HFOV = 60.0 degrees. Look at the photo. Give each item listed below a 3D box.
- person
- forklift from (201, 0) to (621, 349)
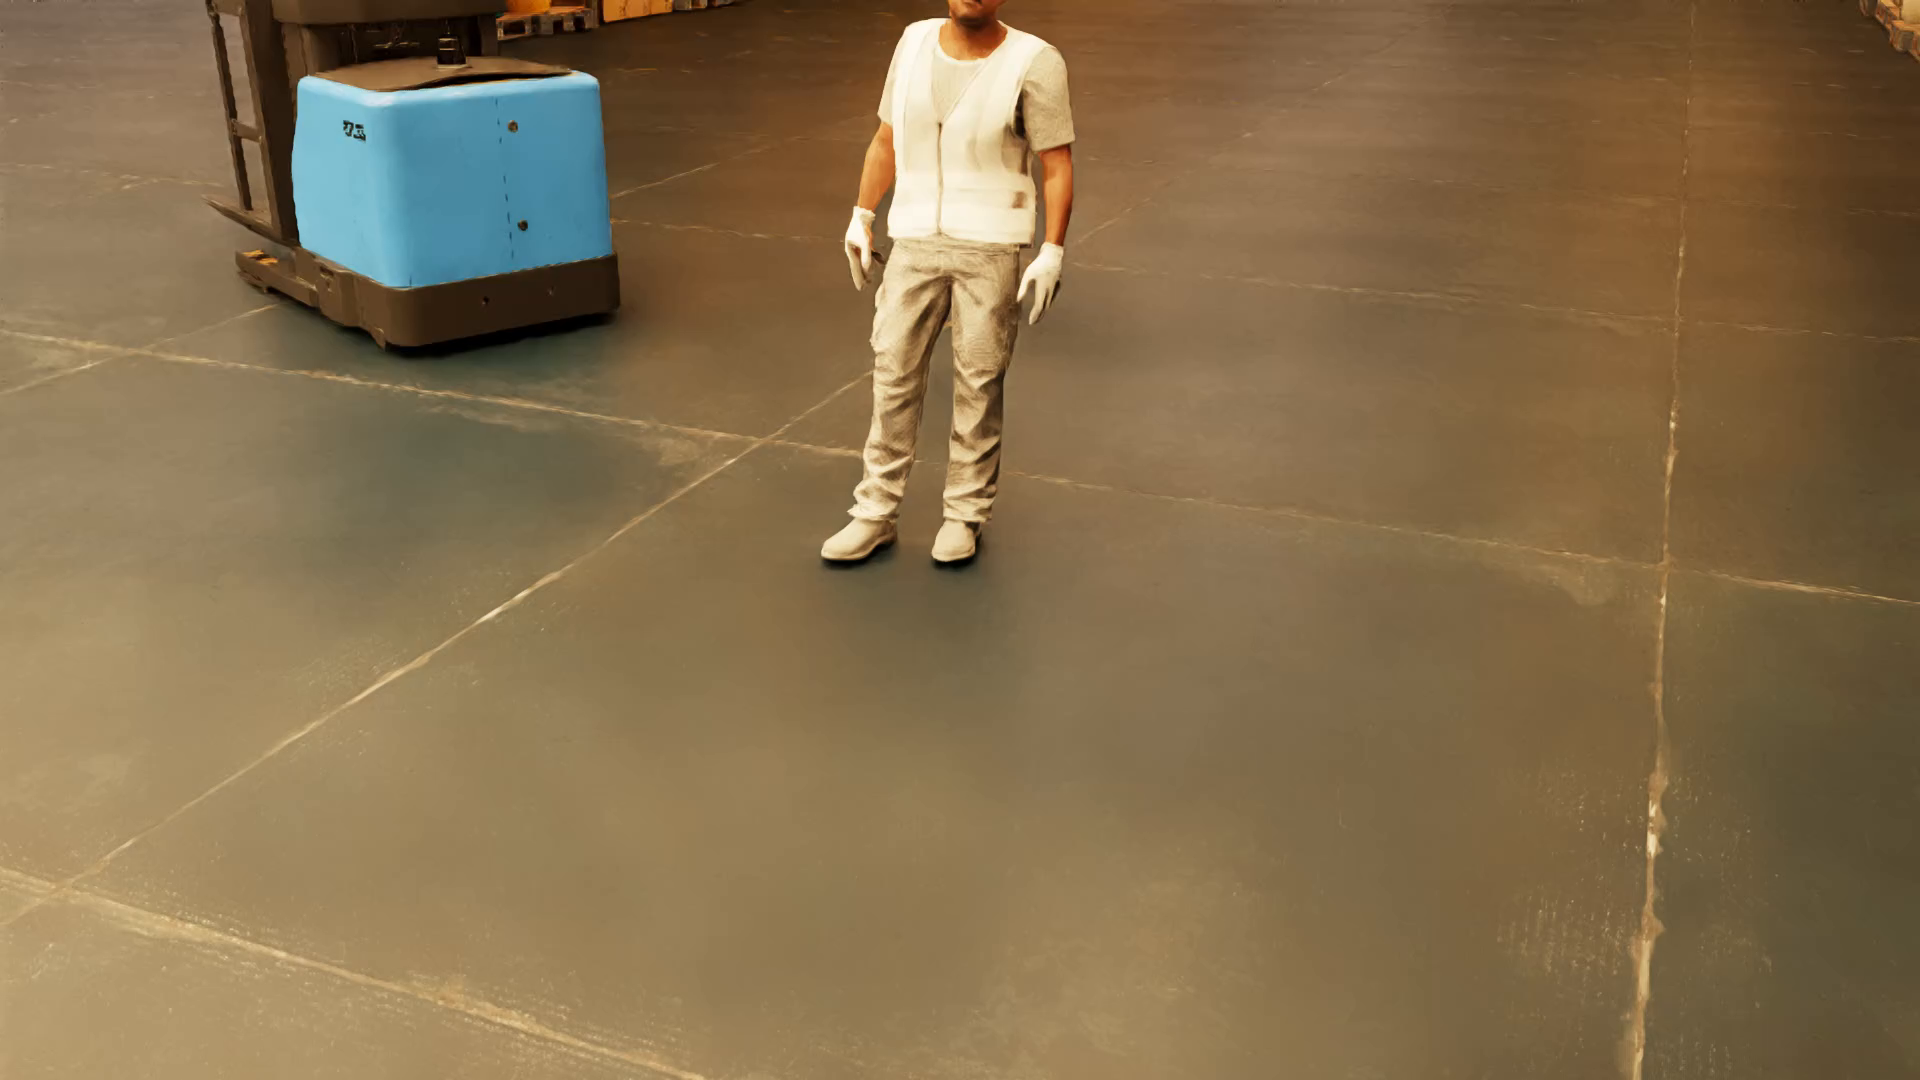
[{"bbox_3d":[-0.035,-0.805,4.688,0.655,1.782,0.576,9,24,21],"label":"person"},{"bbox_3d":[-2.847,-2.638,7.603,1.130,2.935,3.031,-18,29,-37],"label":"forklift"}]
